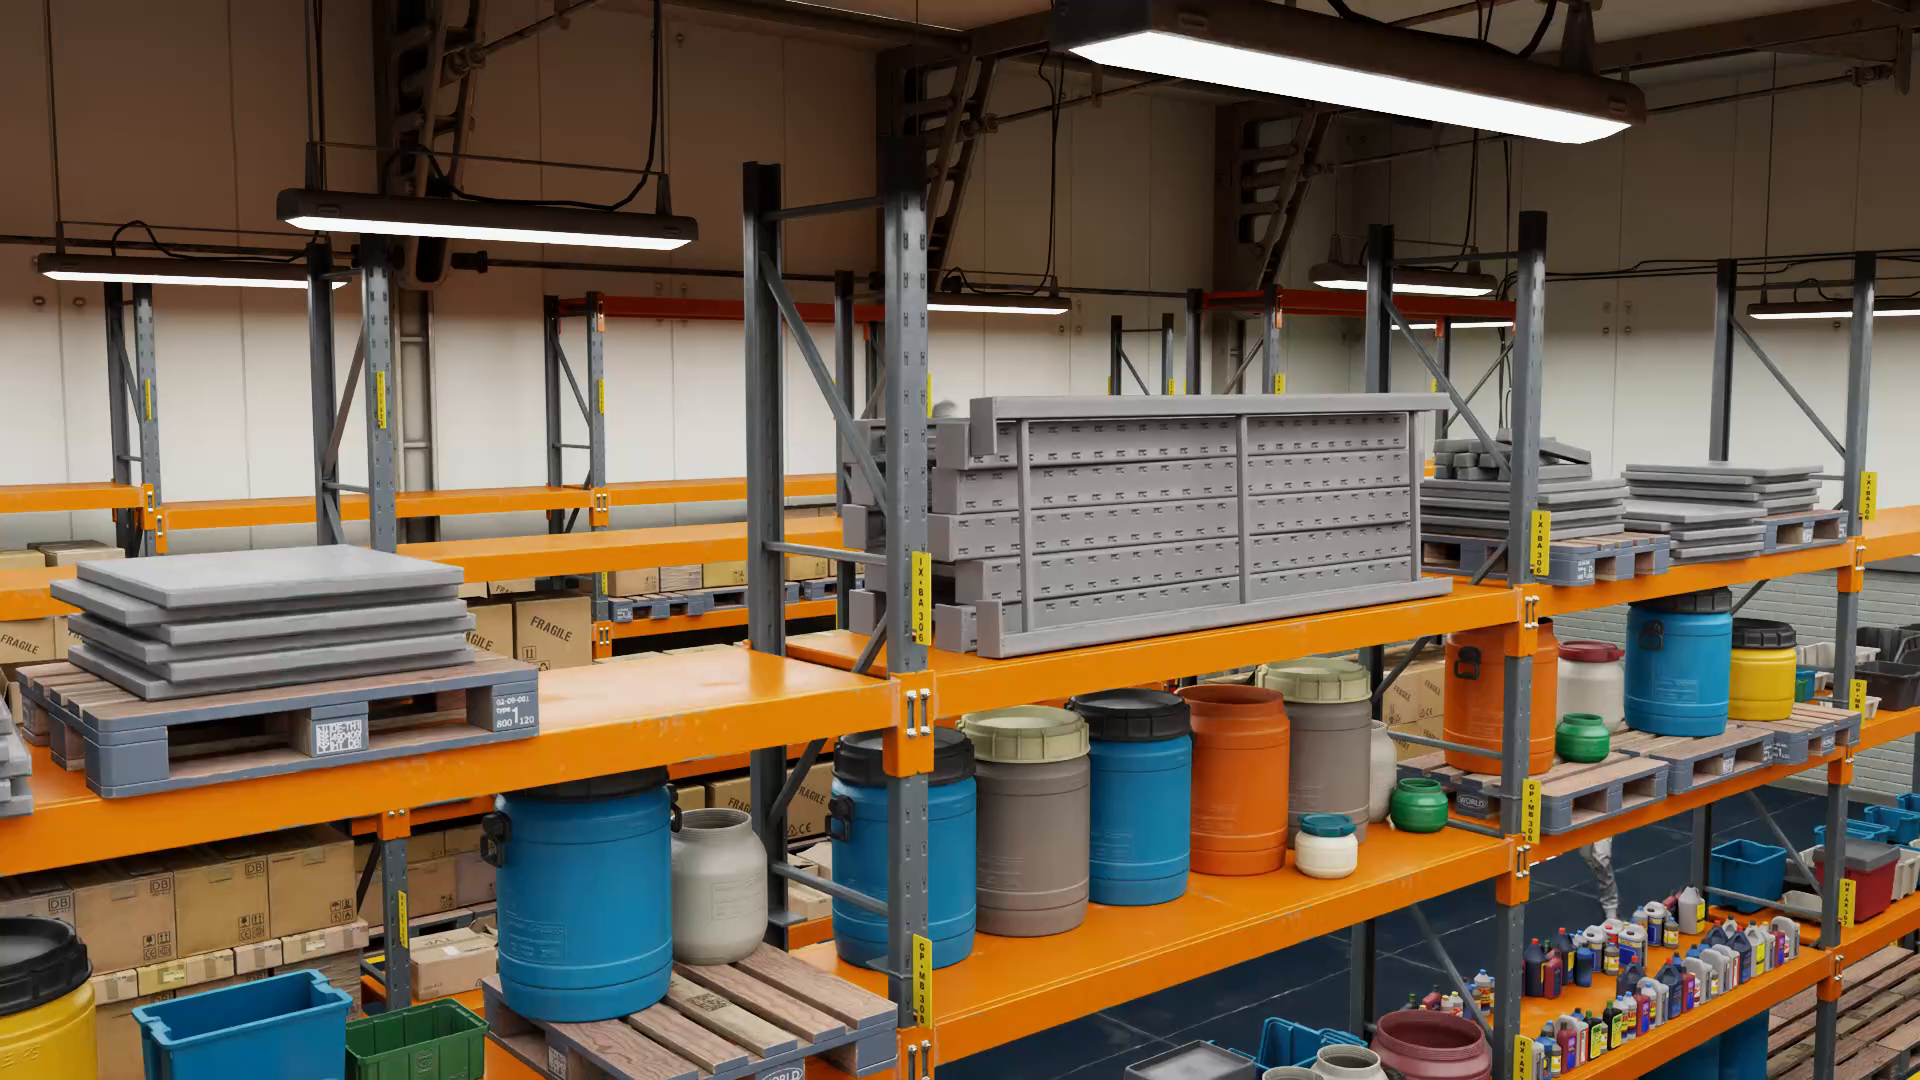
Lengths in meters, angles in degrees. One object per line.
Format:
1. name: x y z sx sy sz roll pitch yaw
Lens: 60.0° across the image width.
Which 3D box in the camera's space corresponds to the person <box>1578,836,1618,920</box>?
1. person: 6.121 2.746 16.141 0.779 1.769 0.761 4 7 36
